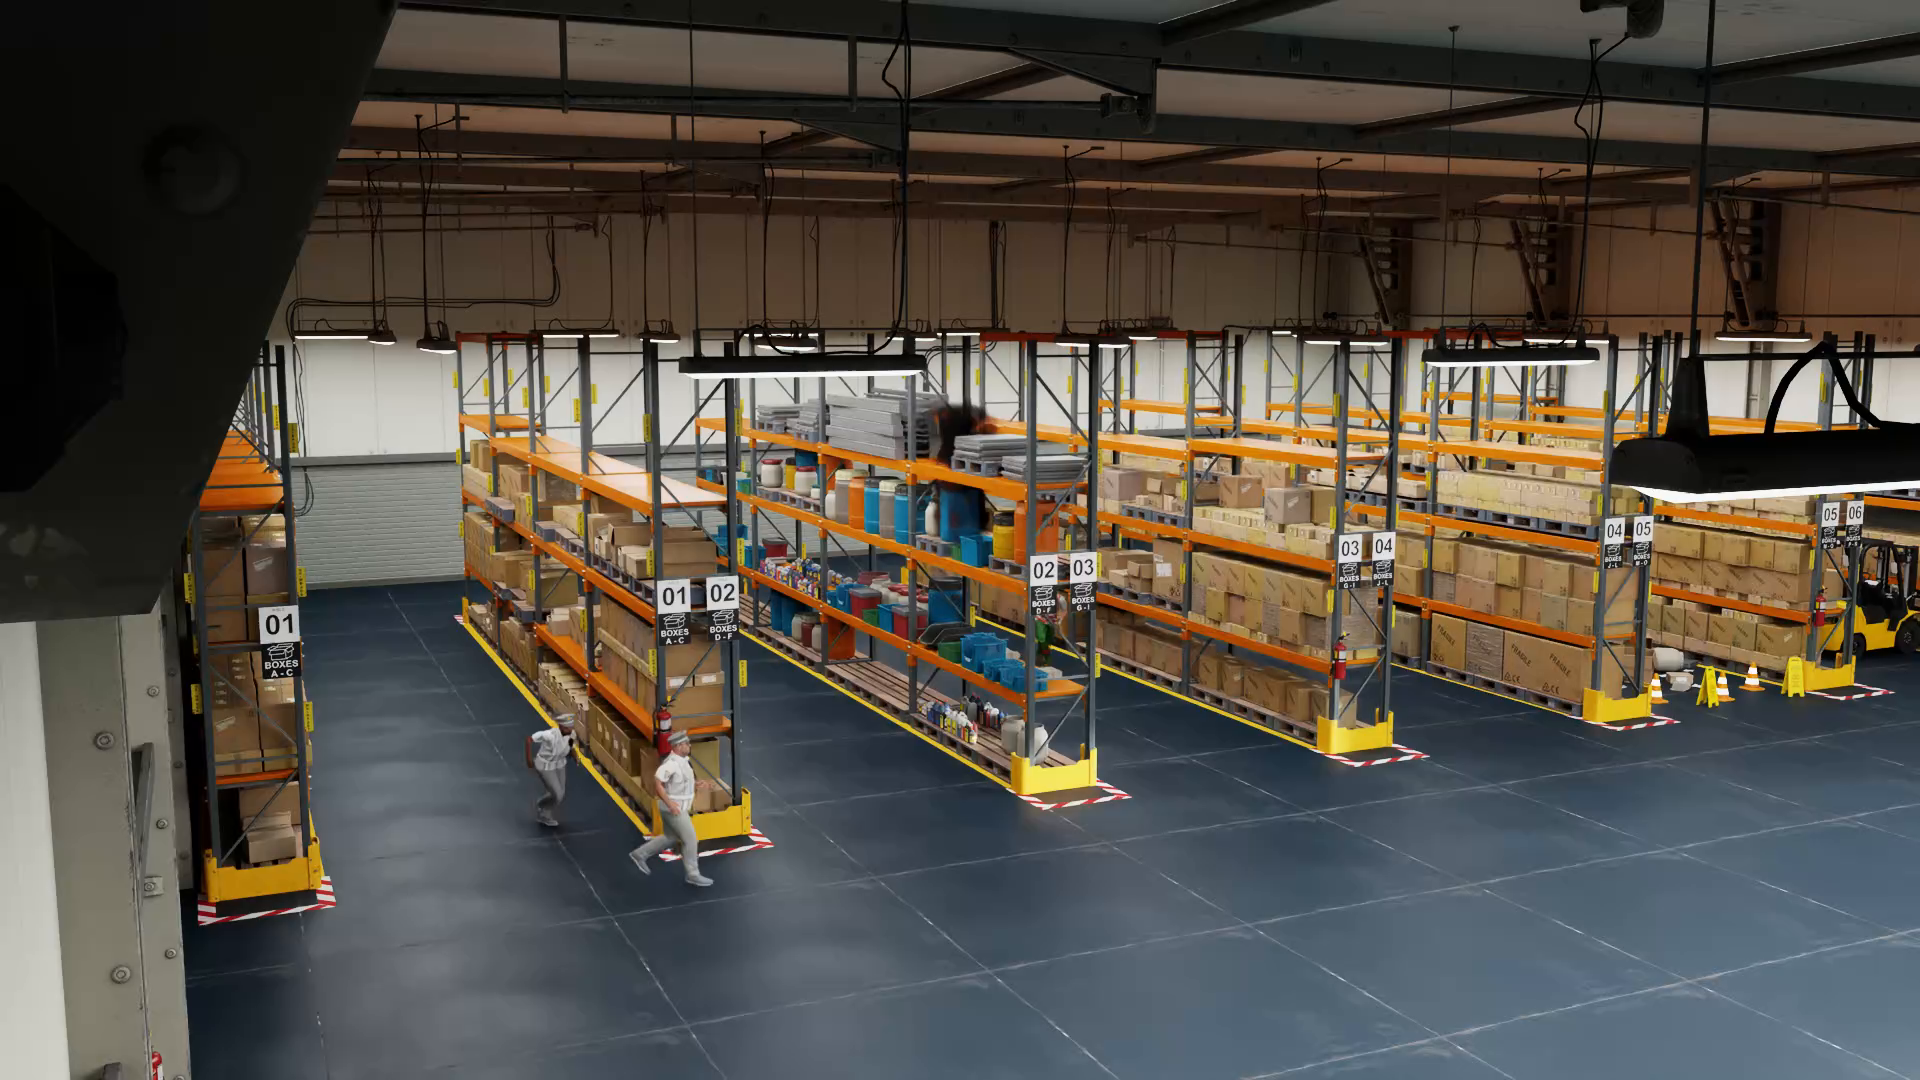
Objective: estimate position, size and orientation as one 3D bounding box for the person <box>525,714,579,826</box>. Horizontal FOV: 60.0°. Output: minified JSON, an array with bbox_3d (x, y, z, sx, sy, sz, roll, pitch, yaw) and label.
[{"bbox_3d":[-5.019,2.849,20.472,0.817,1.496,0.610,7,10,42],"label":"person"}]

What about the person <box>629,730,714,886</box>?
[{"bbox_3d":[-3.233,2.984,18.515,0.952,1.778,0.644,0,8,-3],"label":"person"}]

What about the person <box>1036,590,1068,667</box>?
[{"bbox_3d":[1.561,1.481,29.908,0.703,1.592,1.089,-1,8,-4],"label":"person"}]
